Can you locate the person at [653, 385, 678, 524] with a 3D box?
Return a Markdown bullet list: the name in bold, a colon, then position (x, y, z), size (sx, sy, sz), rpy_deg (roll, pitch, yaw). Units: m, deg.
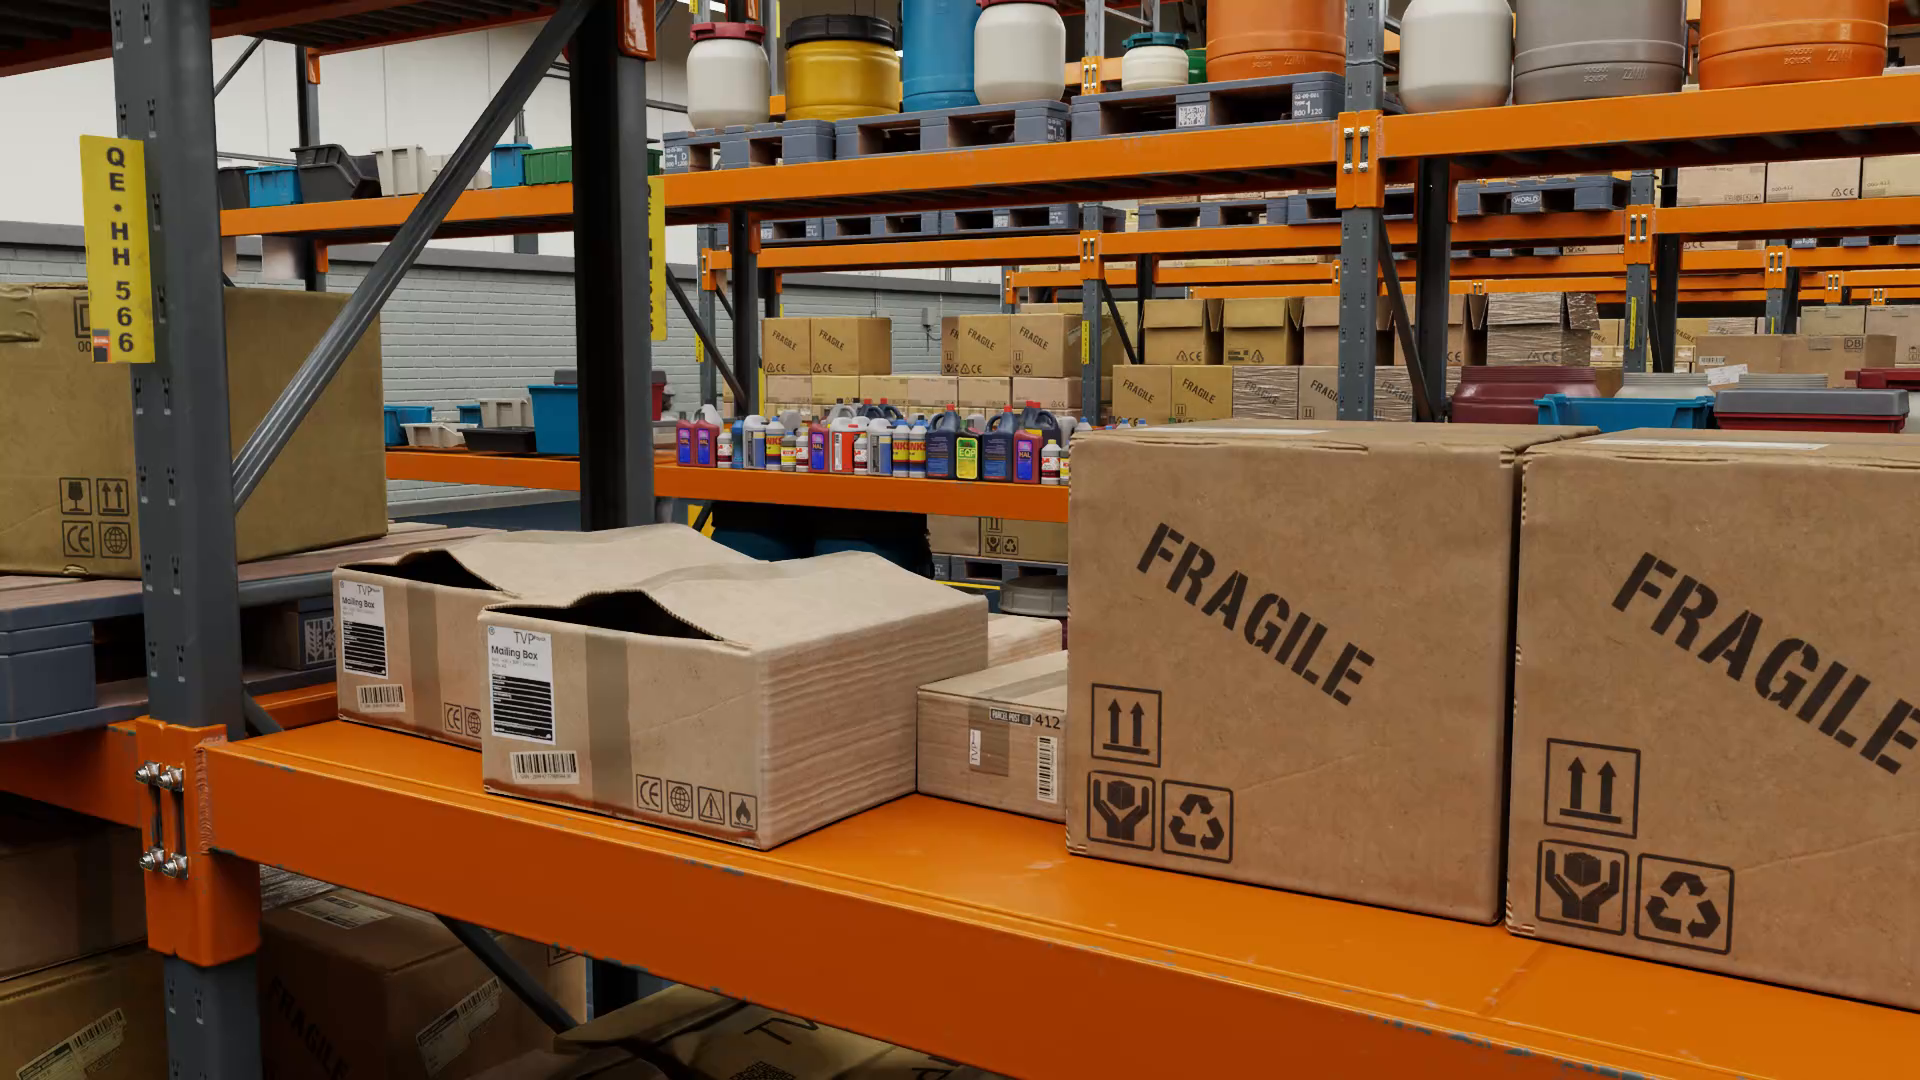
- **person**: position (-2.353, -0.413, 12.926), size (0.707, 1.667, 0.473), rpy_deg (5, 8, 39)
